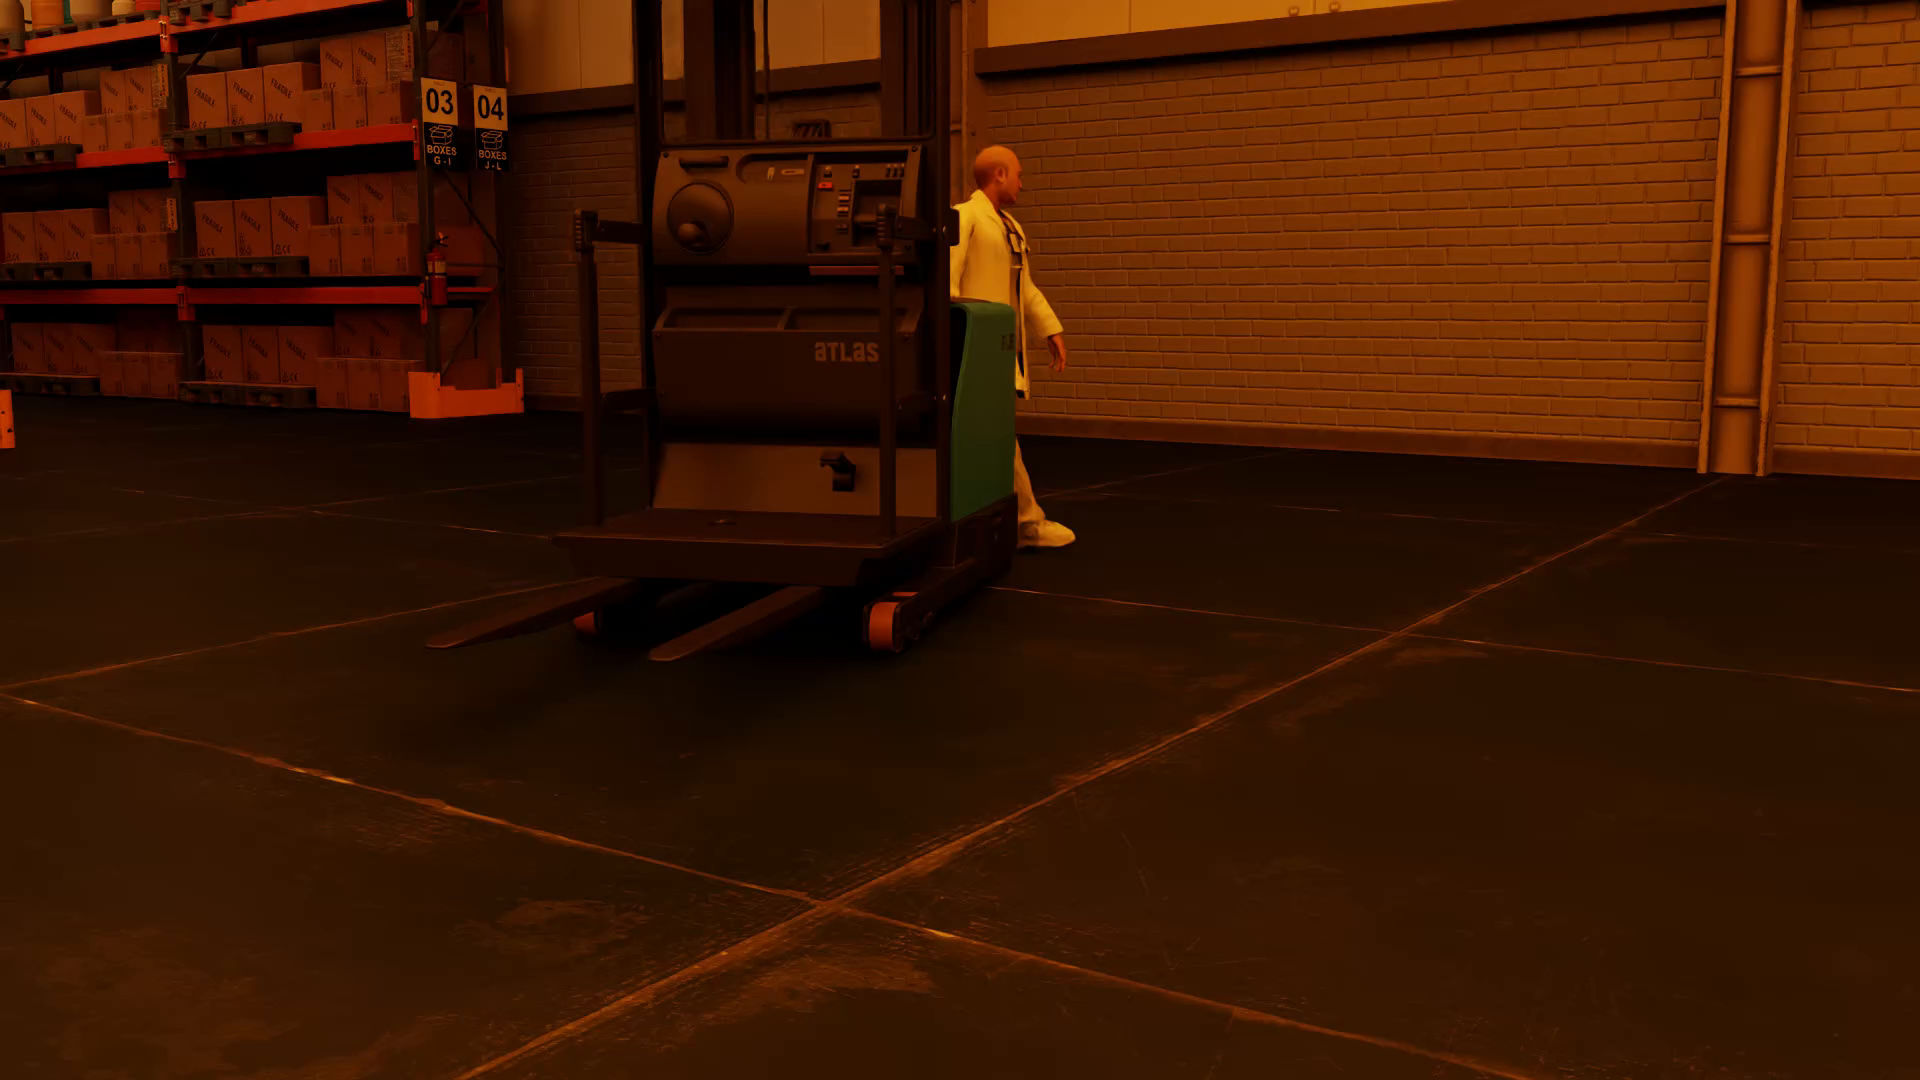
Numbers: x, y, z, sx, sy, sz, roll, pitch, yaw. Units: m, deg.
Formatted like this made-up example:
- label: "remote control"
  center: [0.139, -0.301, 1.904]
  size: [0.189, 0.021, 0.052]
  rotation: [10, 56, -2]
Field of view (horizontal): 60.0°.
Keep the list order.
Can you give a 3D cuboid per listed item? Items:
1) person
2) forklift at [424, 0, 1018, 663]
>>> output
- label: "person"
  center: [0.227, -0.848, 7.355]
  size: [0.764, 1.755, 0.773]
  rotation: [4, 9, 26]
- label: "forklift"
  center: [-0.633, -1.159, 5.345]
  size: [1.130, 2.935, 3.031]
  rotation: [2, 8, 15]
